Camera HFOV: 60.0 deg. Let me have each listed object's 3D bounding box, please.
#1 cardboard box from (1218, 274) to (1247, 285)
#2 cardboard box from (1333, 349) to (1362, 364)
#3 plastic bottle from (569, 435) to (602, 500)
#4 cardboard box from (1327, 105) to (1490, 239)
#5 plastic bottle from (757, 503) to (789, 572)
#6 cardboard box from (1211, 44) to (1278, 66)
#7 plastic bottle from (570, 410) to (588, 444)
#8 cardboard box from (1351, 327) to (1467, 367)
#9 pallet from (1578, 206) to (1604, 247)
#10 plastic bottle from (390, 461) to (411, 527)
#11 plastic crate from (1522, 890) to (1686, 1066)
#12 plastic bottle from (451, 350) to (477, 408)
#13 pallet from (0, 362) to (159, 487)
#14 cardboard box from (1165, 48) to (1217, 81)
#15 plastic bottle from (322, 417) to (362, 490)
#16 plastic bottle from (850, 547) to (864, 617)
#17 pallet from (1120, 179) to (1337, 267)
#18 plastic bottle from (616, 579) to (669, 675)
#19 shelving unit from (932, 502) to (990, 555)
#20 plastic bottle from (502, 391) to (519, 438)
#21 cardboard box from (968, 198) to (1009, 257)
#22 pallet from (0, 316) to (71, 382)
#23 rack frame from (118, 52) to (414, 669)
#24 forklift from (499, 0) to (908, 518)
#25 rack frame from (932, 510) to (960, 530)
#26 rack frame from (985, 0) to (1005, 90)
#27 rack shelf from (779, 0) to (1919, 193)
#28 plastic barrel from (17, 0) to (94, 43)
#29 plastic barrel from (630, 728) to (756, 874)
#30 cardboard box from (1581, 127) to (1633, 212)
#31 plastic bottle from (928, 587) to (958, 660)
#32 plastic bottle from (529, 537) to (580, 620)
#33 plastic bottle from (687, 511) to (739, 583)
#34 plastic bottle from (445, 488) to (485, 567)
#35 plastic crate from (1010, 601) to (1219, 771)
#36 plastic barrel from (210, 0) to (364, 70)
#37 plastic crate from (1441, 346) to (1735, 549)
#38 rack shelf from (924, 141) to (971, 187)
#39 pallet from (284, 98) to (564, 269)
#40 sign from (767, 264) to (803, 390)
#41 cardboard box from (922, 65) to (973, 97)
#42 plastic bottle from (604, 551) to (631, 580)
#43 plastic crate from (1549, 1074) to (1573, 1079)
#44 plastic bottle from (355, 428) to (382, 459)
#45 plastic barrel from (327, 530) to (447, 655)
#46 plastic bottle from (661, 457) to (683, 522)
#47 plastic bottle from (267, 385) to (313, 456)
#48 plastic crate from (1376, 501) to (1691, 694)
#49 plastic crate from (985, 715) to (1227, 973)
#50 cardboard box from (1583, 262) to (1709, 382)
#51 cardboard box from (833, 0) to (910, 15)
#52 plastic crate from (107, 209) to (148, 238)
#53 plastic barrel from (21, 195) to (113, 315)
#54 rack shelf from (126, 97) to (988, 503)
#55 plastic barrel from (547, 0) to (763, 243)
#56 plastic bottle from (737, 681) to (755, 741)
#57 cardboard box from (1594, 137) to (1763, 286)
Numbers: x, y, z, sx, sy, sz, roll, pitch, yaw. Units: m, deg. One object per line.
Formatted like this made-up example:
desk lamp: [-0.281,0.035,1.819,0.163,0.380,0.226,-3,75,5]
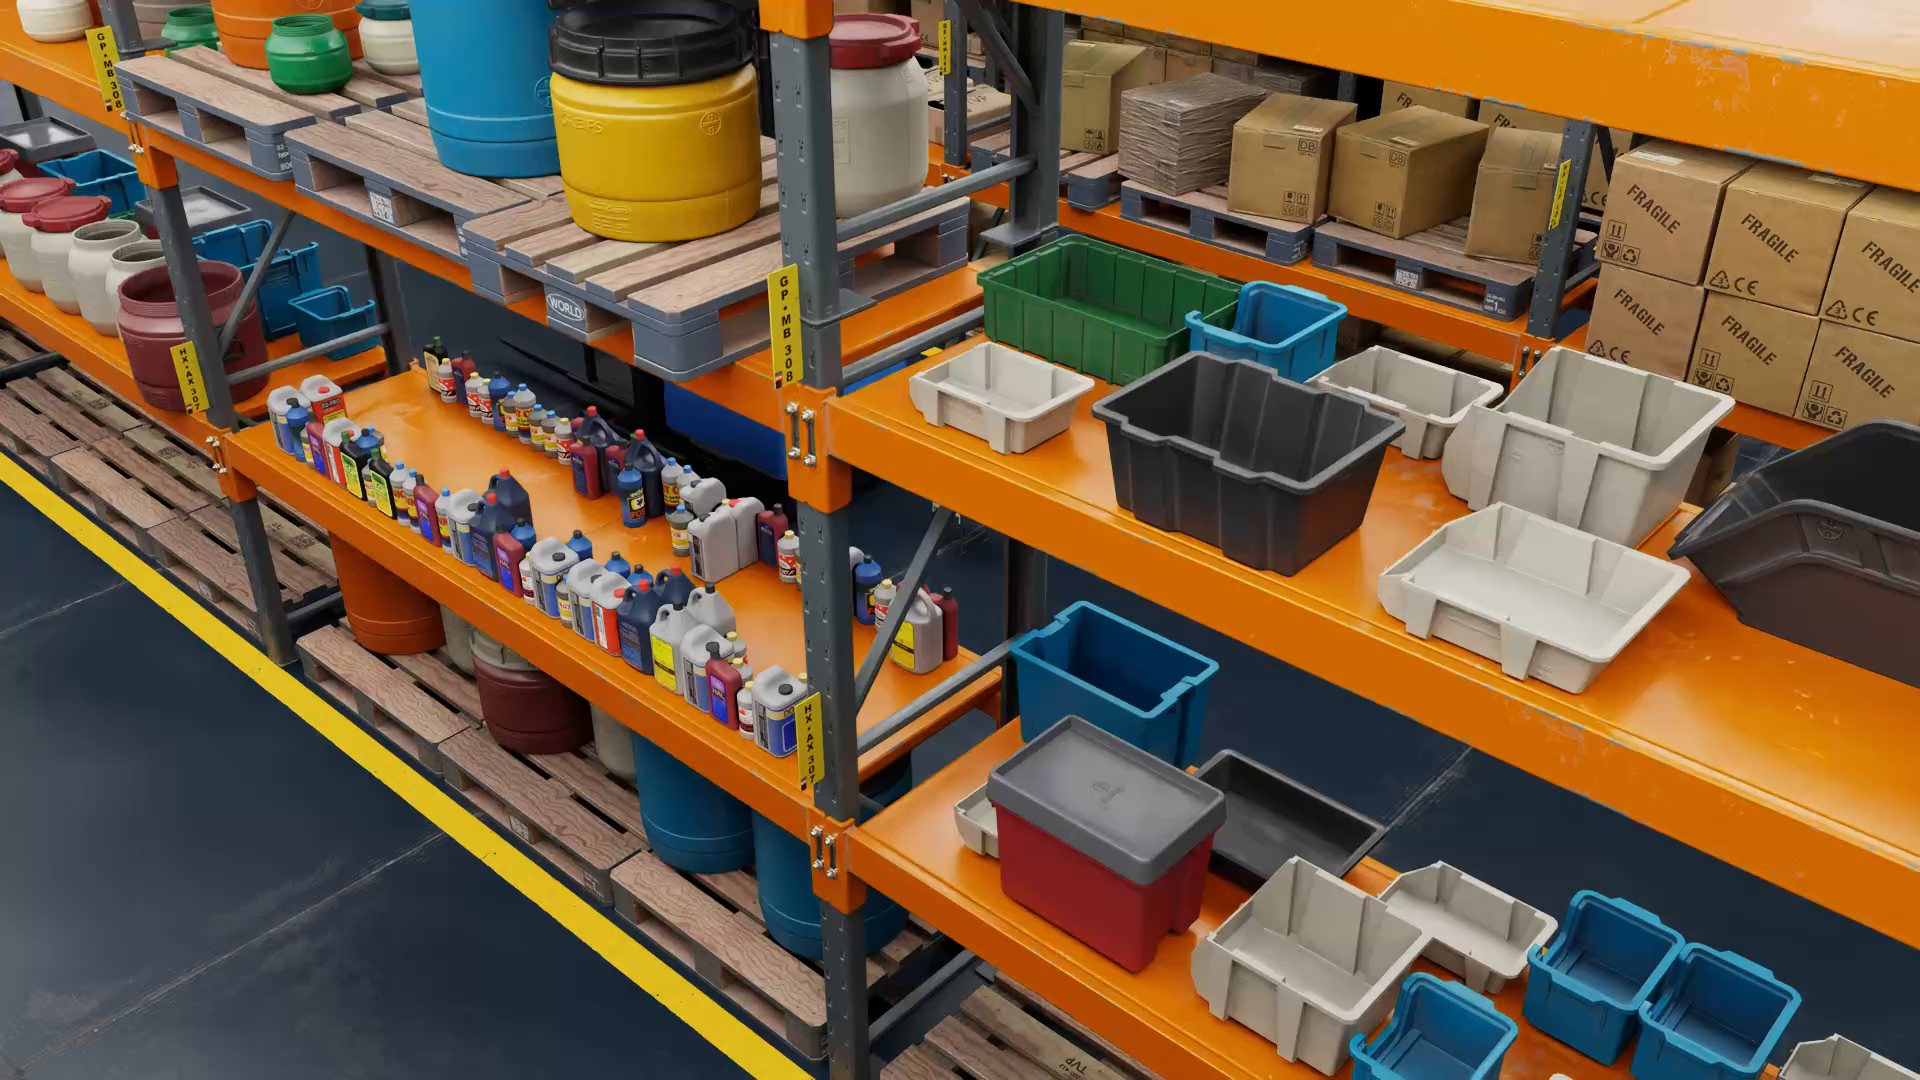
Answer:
cardboard box: [1.933,-1.588,10.249,0.500,0.250,0.500,24,39,34]
cardboard box: [2.323,-0.722,9.538,0.500,0.500,0.500,25,39,35]
plastic bottle: [-1.577,-0.319,6.985,0.133,0.283,0.061,25,39,35]
cardboard box: [2.488,-2.055,9.251,0.700,0.500,0.500,-22,38,-32]
plastic bottle: [-0.729,-0.024,6.494,0.133,0.283,0.061,25,39,35]
cardboard box: [2.648,-4.538,15.150,0.500,0.250,0.500,26,40,36]
plastic bottle: [-1.617,-0.438,7.182,0.133,0.283,0.061,25,39,35]
cardboard box: [2.644,-0.927,9.879,0.500,0.500,0.500,26,39,36]
pallet: [5.032,-2.730,13.581,1.213,0.211,1.003,25,39,35]
plastic bottle: [-2.266,-0.195,6.791,0.097,0.271,0.097,0,31,0]
plastic crate: [1.720,1.183,4.480,0.300,0.233,0.416,25,39,35]
plastic bottle: [-2.293,-0.754,7.707,0.133,0.283,0.061,25,39,35]
pallet: [-5.408,-0.793,10.363,1.213,0.211,1.003,25,39,35]
cardboard box: [2.337,-4.380,15.614,0.500,0.500,0.700,25,39,35]
plastic bottle: [-2.604,-0.374,7.083,0.135,0.276,0.152,25,39,35]
plastic bottle: [-0.444,0.144,6.222,0.135,0.276,0.152,25,39,35]
pallet: [1.721,-2.000,9.850,1.213,0.211,1.003,25,39,35]
plastic bottle: [-1.123,0.288,5.911,0.185,0.351,0.144,25,39,35]
shelving unit: [0.006,-0.383,9.013,0.210,0.900,0.258,25,39,35]
plastic bottle: [-2.003,-0.571,7.482,0.097,0.201,0.097,0,31,0]
cardboard box: [0.085,-2.289,11.859,0.500,0.311,0.500,27,40,37]
pallet: [-6.486,-1.299,11.202,1.213,0.211,1.003,25,39,35]
rack frame: [-3.051,-0.860,7.771,0.127,3.000,1.000,25,39,35]
forklift: [-1.719,-2.019,9.762,3.031,2.935,1.130,25,39,35]
rack frame: [-0.069,-0.418,9.072,0.006,0.900,0.240,25,39,35]
rack frame: [0.632,-6.033,16.364,0.127,3.000,1.000,25,39,35]
rack shelf: [1.398,-0.875,3.063,4.000,0.370,1.077,25,39,35]
plastic barrel: [-4.150,-2.437,7.616,0.301,0.262,0.301,0,31,0]
plastic barrel: [-1.002,0.803,6.635,0.708,0.901,0.600,25,39,35]
cardboard box: [5.333,-3.005,13.011,0.750,0.750,0.750,26,40,36]
plastic bottle: [-0.070,0.284,5.983,0.133,0.283,0.061,25,39,35]
plastic bottle: [-1.510,0.136,6.235,0.135,0.276,0.152,25,39,35]
plastic bottle: [-0.961,0.009,6.447,0.135,0.276,0.152,25,39,35]
plastic bottle: [-1.918,-0.054,6.552,0.135,0.276,0.152,25,39,35]
plastic crate: [0.490,0.536,5.408,0.575,0.384,0.392,25,39,35]
plastic barrel: [-2.632,-2.312,6.450,0.708,0.830,0.600,25,39,35]
plastic crate: [1.445,-0.211,3.899,0.530,0.282,0.437,25,39,35]
rack shelf: [-1.207,-3.137,12.251,4.000,0.370,1.077,25,39,35]
pallet: [-1.575,-1.306,5.785,1.213,0.211,1.003,25,39,35]
sign: [-0.455,-0.555,4.347,0.005,0.325,0.100,25,39,35]
cardboard box: [-0.257,-3.099,11.575,0.500,0.311,0.500,25,39,35]
plastic bottle: [-1.269,0.165,6.193,0.097,0.271,0.097,0,31,0]
plastic crate: [1.495,1.494,4.057,0.250,0.136,0.298,25,39,35]
plastic bottle: [-2.495,-0.345,7.039,0.097,0.271,0.097,0,31,0]
plastic barrel: [-2.676,0.052,7.952,0.708,0.830,0.600,25,39,35]
plastic bottle: [-1.171,-0.212,6.818,0.097,0.271,0.097,0,31,0]
plastic bottle: [-2.947,-0.534,7.349,0.135,0.276,0.152,25,39,35]
plastic crate: [1.182,0.116,3.497,0.530,0.136,0.437,25,39,35]
plastic crate: [0.409,0.876,4.767,0.583,0.464,0.402,25,39,35]
cardboard box: [3.437,-1.131,8.124,0.500,0.500,0.500,26,40,36]
cardboard box: [-0.948,-5.791,17.958,0.500,0.500,0.700,22,38,32]
plastic crate: [-4.536,-1.659,9.303,0.662,0.188,0.450,25,39,35]
plastic barrel: [-4.589,-1.484,8.676,0.433,0.535,0.433,0,31,0]
rack shelf: [-1.568,-1.145,6.033,4.000,0.370,1.077,25,39,35]
plastic barrel: [-0.898,-1.260,4.937,0.600,0.588,0.600,0,31,0]
plastic bottle: [-0.698,0.567,5.593,0.097,0.201,0.097,0,31,0]
cardboard box: [3.402,-1.570,7.882,0.500,0.500,0.500,26,40,36]
